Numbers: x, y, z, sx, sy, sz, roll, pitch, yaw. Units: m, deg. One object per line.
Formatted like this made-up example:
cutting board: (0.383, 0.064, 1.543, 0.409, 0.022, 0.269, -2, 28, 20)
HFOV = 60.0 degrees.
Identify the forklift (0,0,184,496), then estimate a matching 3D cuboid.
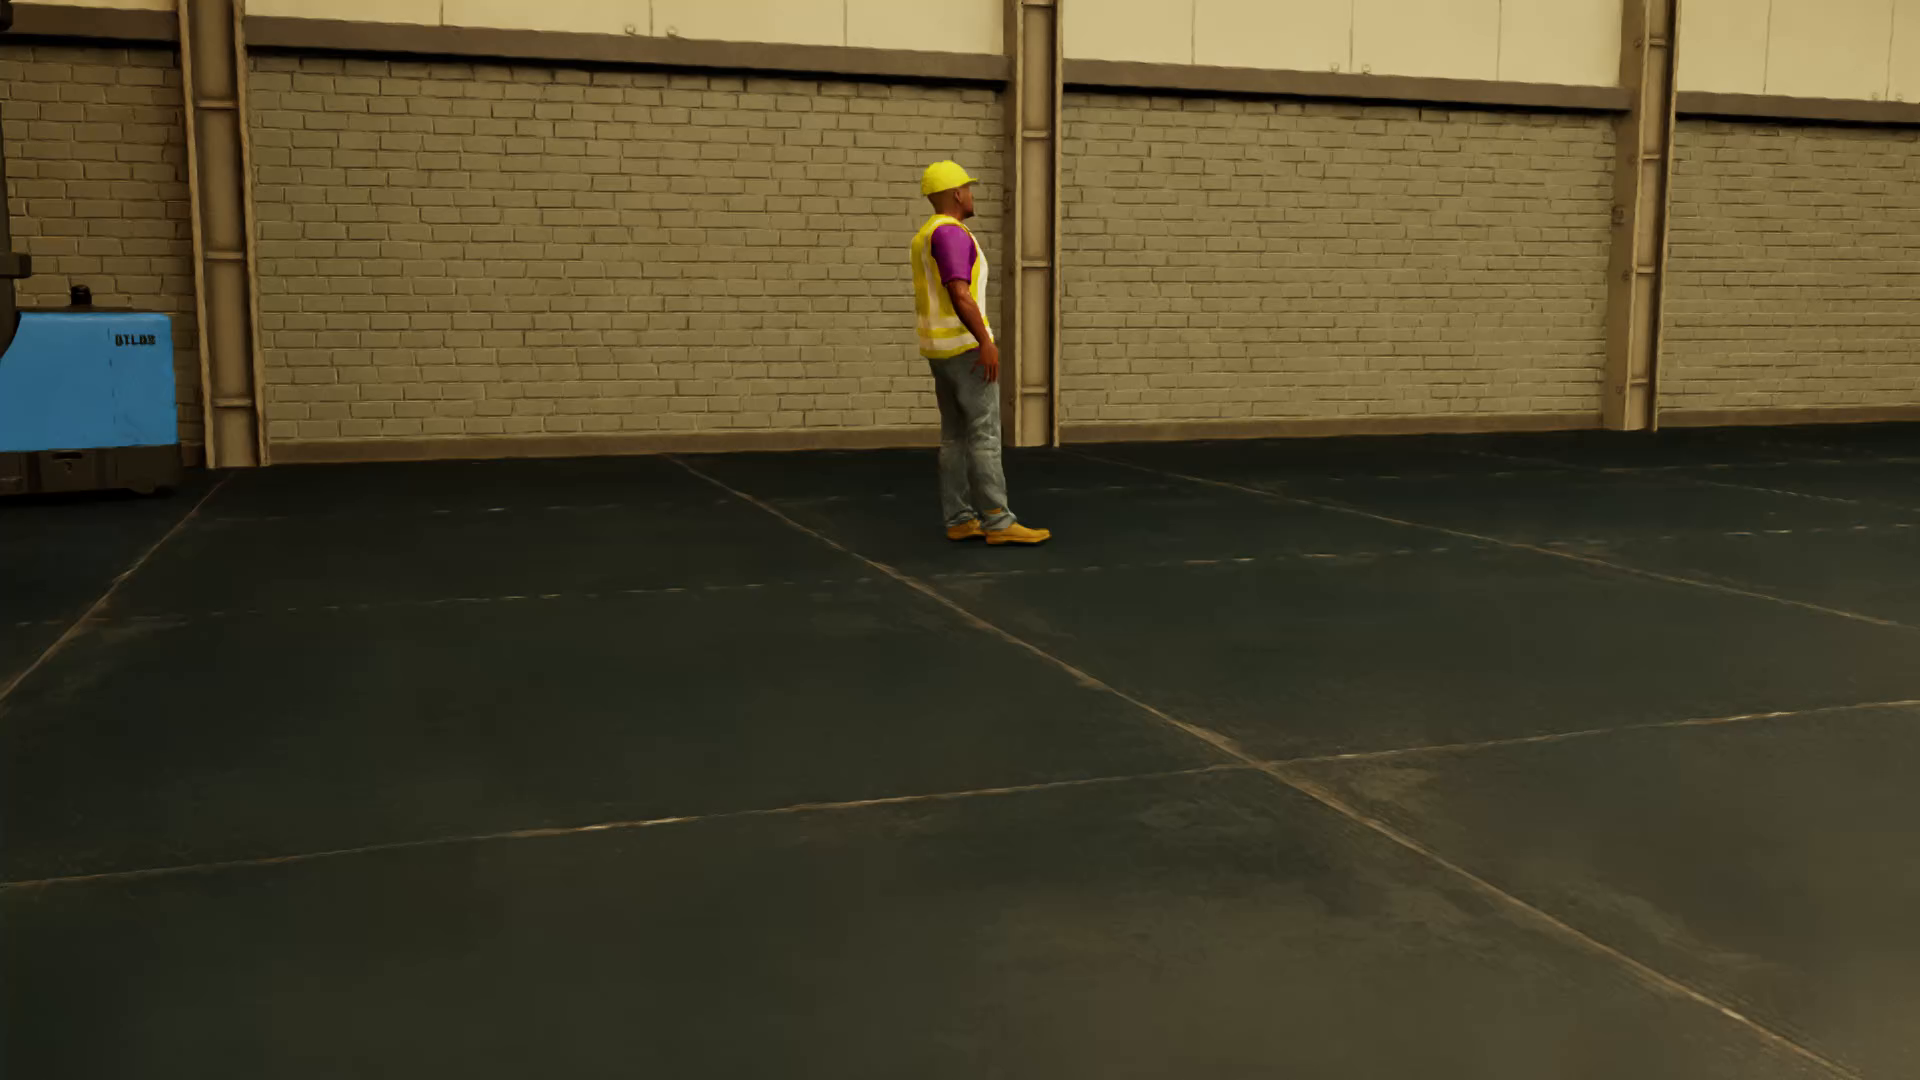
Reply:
forklift: (-6.069, -1.639, 9.101, 3.031, 2.935, 1.130, -6, 10, -38)

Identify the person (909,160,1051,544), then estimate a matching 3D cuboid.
person: (0.068, -0.885, 7.821, 0.576, 1.766, 0.665, -3, 8, -18)
